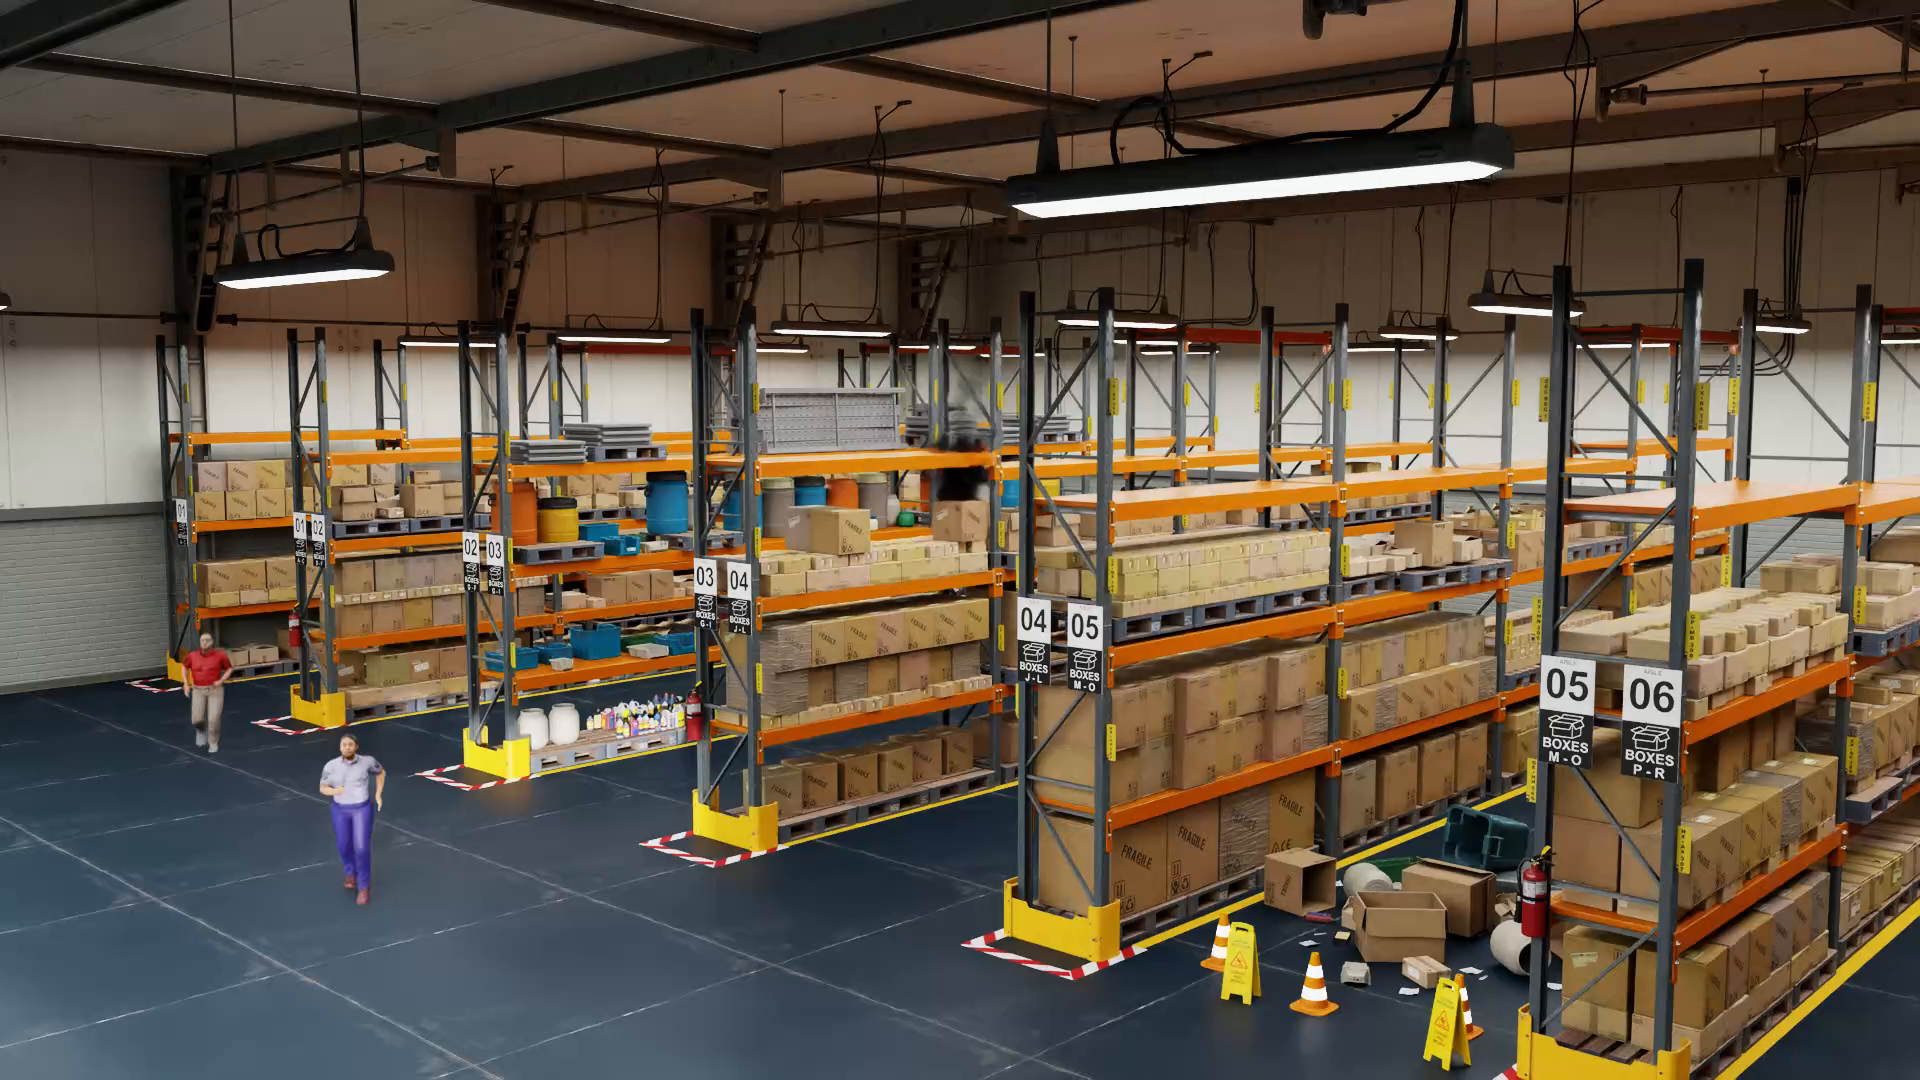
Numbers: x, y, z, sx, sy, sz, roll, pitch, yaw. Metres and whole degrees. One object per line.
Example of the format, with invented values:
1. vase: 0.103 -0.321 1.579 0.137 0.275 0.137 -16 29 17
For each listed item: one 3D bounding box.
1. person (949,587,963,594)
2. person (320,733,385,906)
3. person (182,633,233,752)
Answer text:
1. person: -0.120 1.214 32.690 0.624 1.774 0.671 4 7 37
2. person: -6.106 2.784 16.723 0.577 1.712 0.755 -1 5 -10
3. person: -10.553 2.143 23.309 0.675 1.687 0.611 -2 6 -17
